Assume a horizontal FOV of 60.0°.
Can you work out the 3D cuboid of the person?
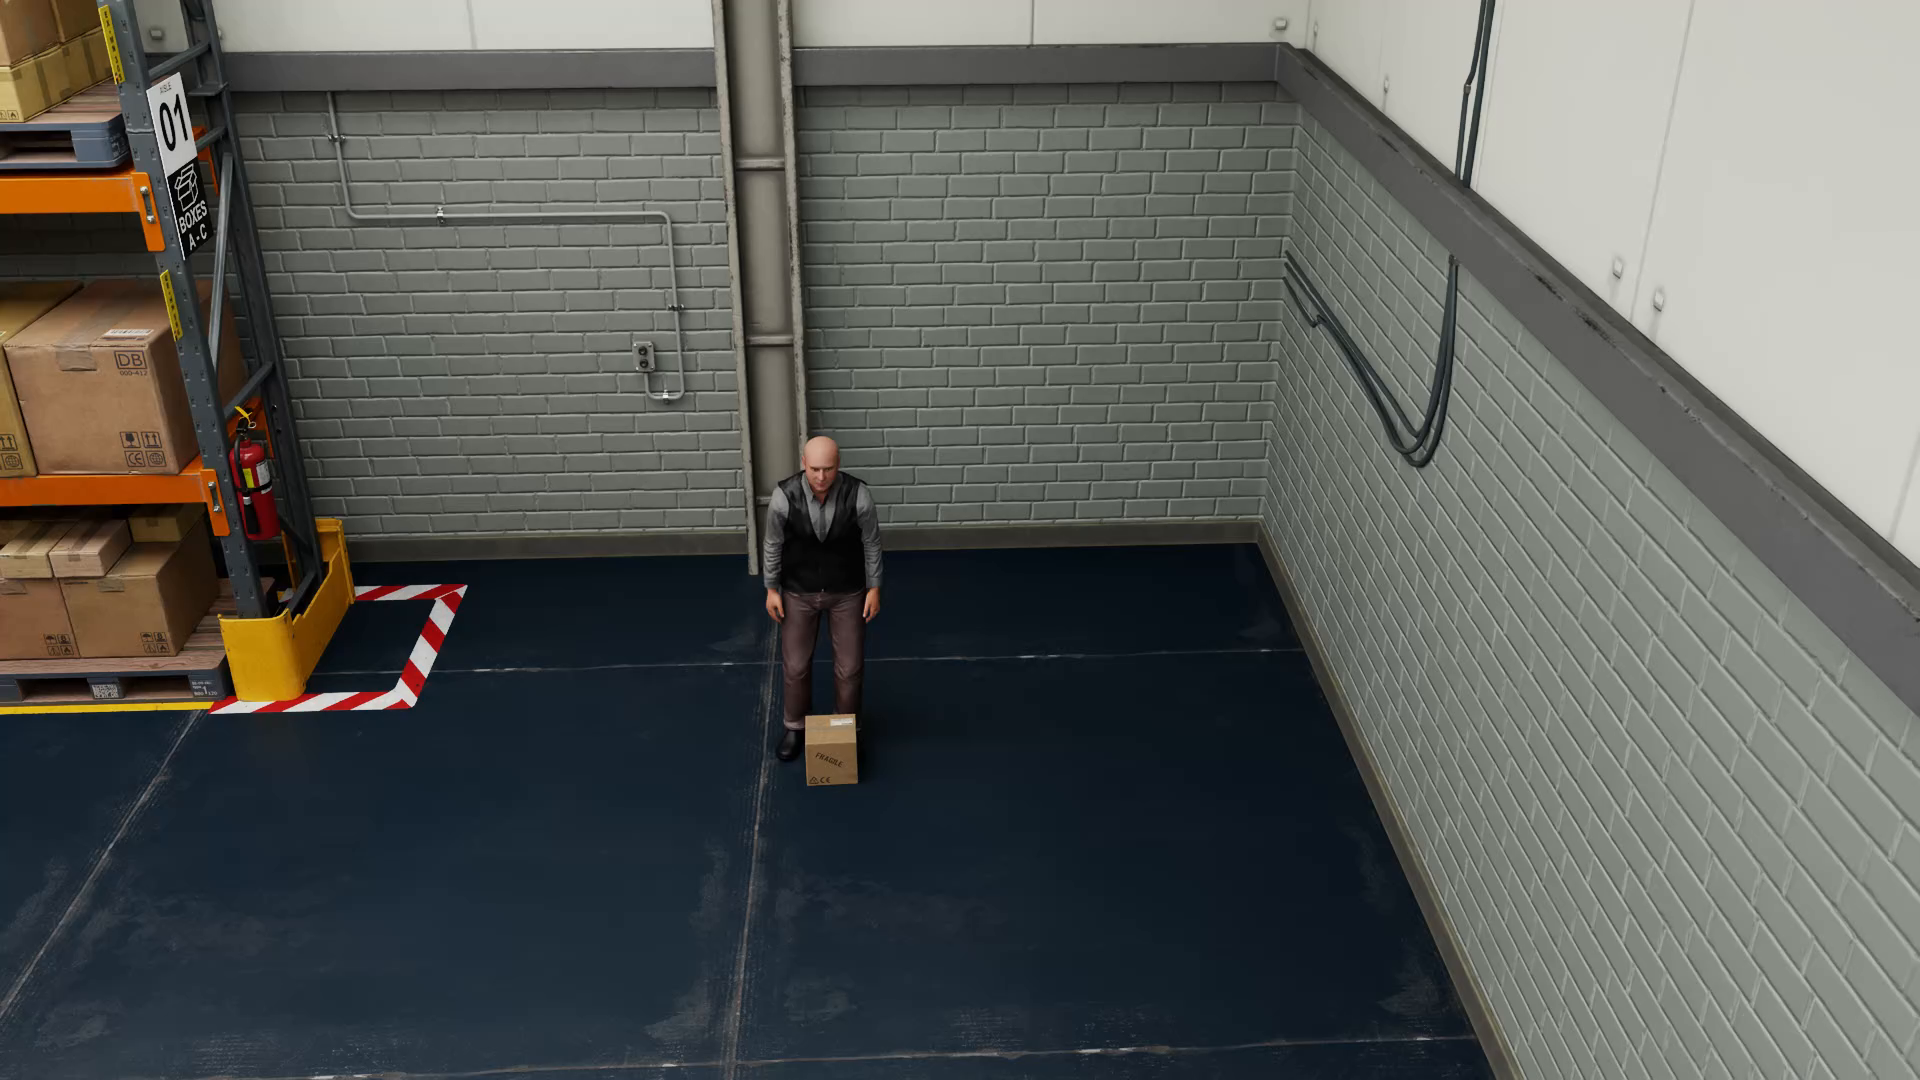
[{"bbox_3d":[-0.664,0.267,8.130,0.580,1.720,0.465,-1,27,-2],"label":"person"}]
